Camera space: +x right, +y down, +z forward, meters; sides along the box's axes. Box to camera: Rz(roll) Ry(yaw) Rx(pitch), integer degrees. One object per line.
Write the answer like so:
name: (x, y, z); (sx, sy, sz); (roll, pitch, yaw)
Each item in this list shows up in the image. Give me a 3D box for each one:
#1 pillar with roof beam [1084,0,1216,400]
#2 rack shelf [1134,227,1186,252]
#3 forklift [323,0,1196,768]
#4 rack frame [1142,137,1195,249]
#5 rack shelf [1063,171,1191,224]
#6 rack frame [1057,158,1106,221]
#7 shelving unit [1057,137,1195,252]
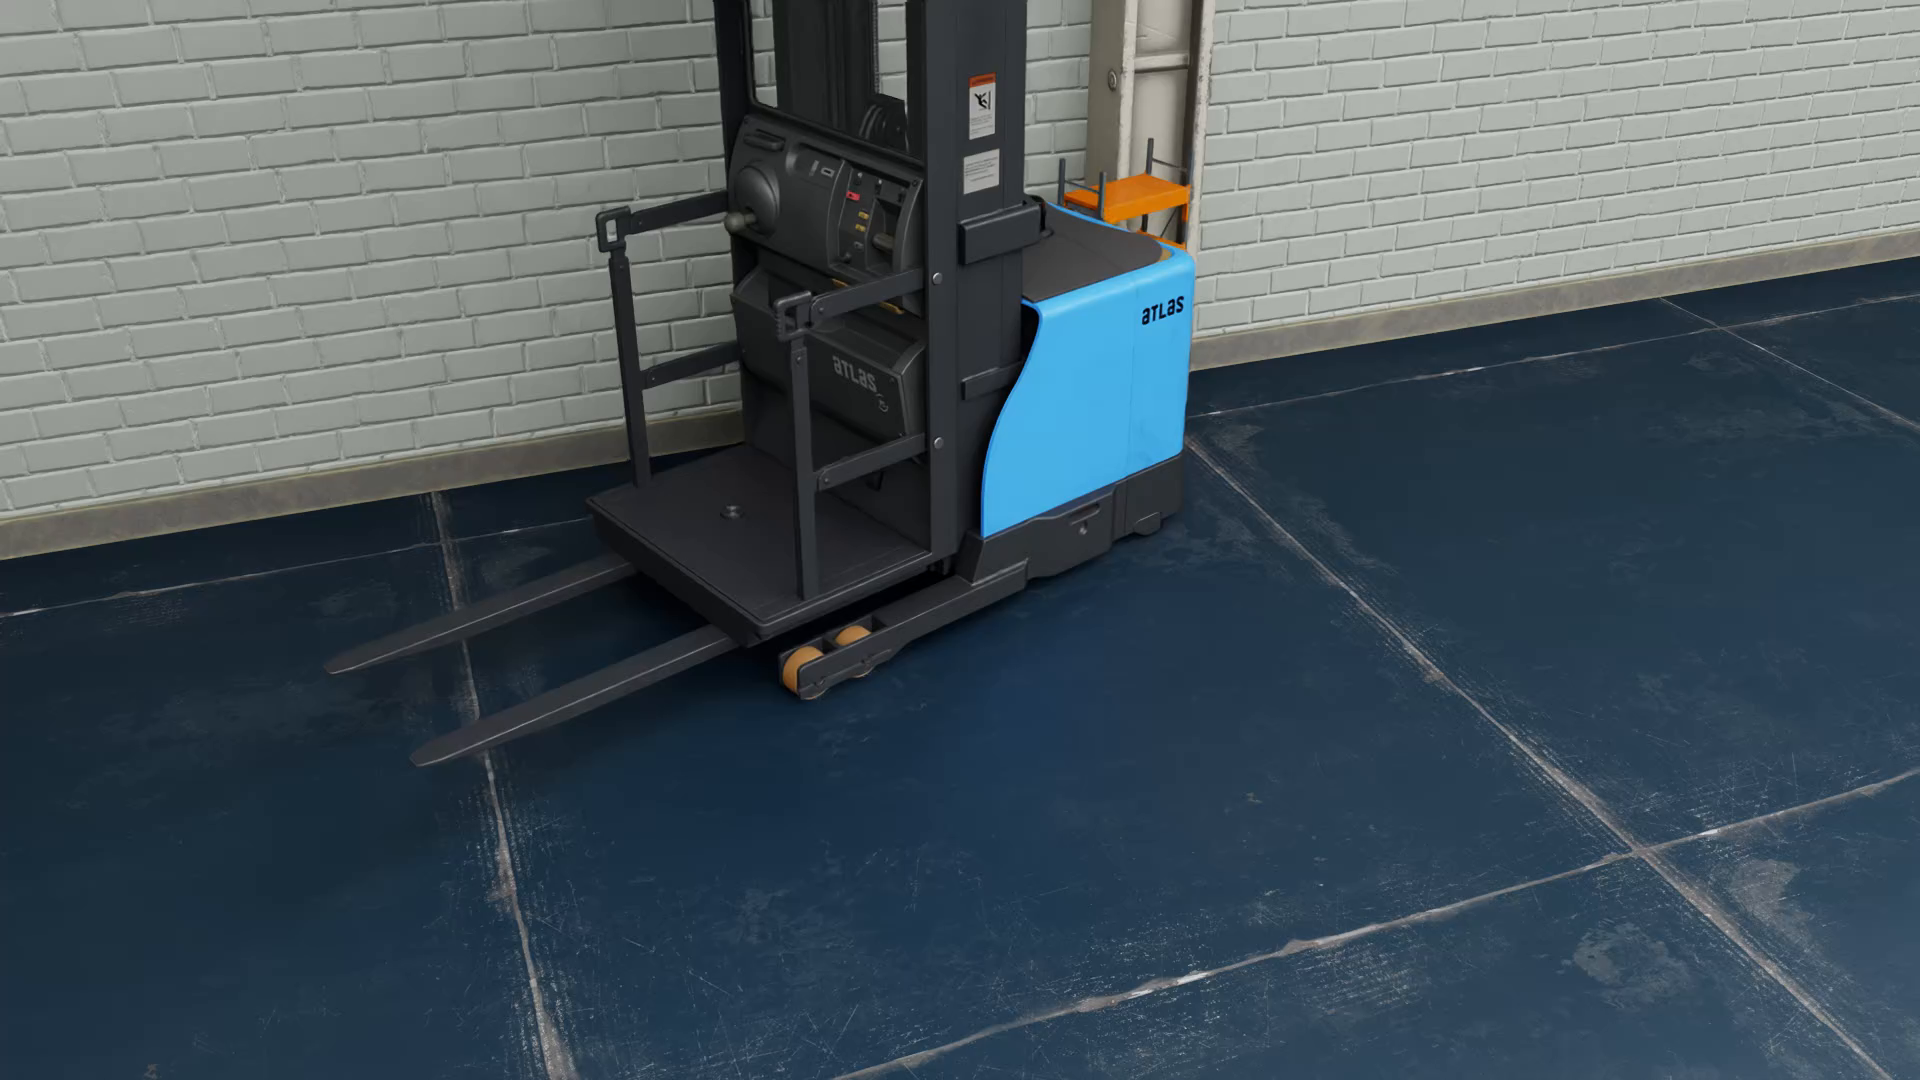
pillar with roof beam: (2.264, -2.567, 1.665); (0.400, 9.000, 9.100); (-10, 31, -18)
rack shelf: (0.641, -1.102, 6.643); (0.480, 0.148, 0.258); (-22, 36, -35)
forklift: (-0.597, -1.055, 5.140); (3.031, 2.935, 1.130); (-23, 37, -35)
rack frame: (0.824, -1.038, 6.859); (0.015, 1.200, 0.240); (-22, 36, -35)
rack shelf: (0.646, -1.309, 6.530); (0.480, 0.148, 0.258); (-22, 36, -35)
rack frame: (0.453, -0.891, 6.578); (0.015, 1.200, 0.240); (-22, 36, -35)
shelving unit: (0.638, -0.965, 6.718); (0.503, 1.200, 0.258); (-22, 36, -35)
